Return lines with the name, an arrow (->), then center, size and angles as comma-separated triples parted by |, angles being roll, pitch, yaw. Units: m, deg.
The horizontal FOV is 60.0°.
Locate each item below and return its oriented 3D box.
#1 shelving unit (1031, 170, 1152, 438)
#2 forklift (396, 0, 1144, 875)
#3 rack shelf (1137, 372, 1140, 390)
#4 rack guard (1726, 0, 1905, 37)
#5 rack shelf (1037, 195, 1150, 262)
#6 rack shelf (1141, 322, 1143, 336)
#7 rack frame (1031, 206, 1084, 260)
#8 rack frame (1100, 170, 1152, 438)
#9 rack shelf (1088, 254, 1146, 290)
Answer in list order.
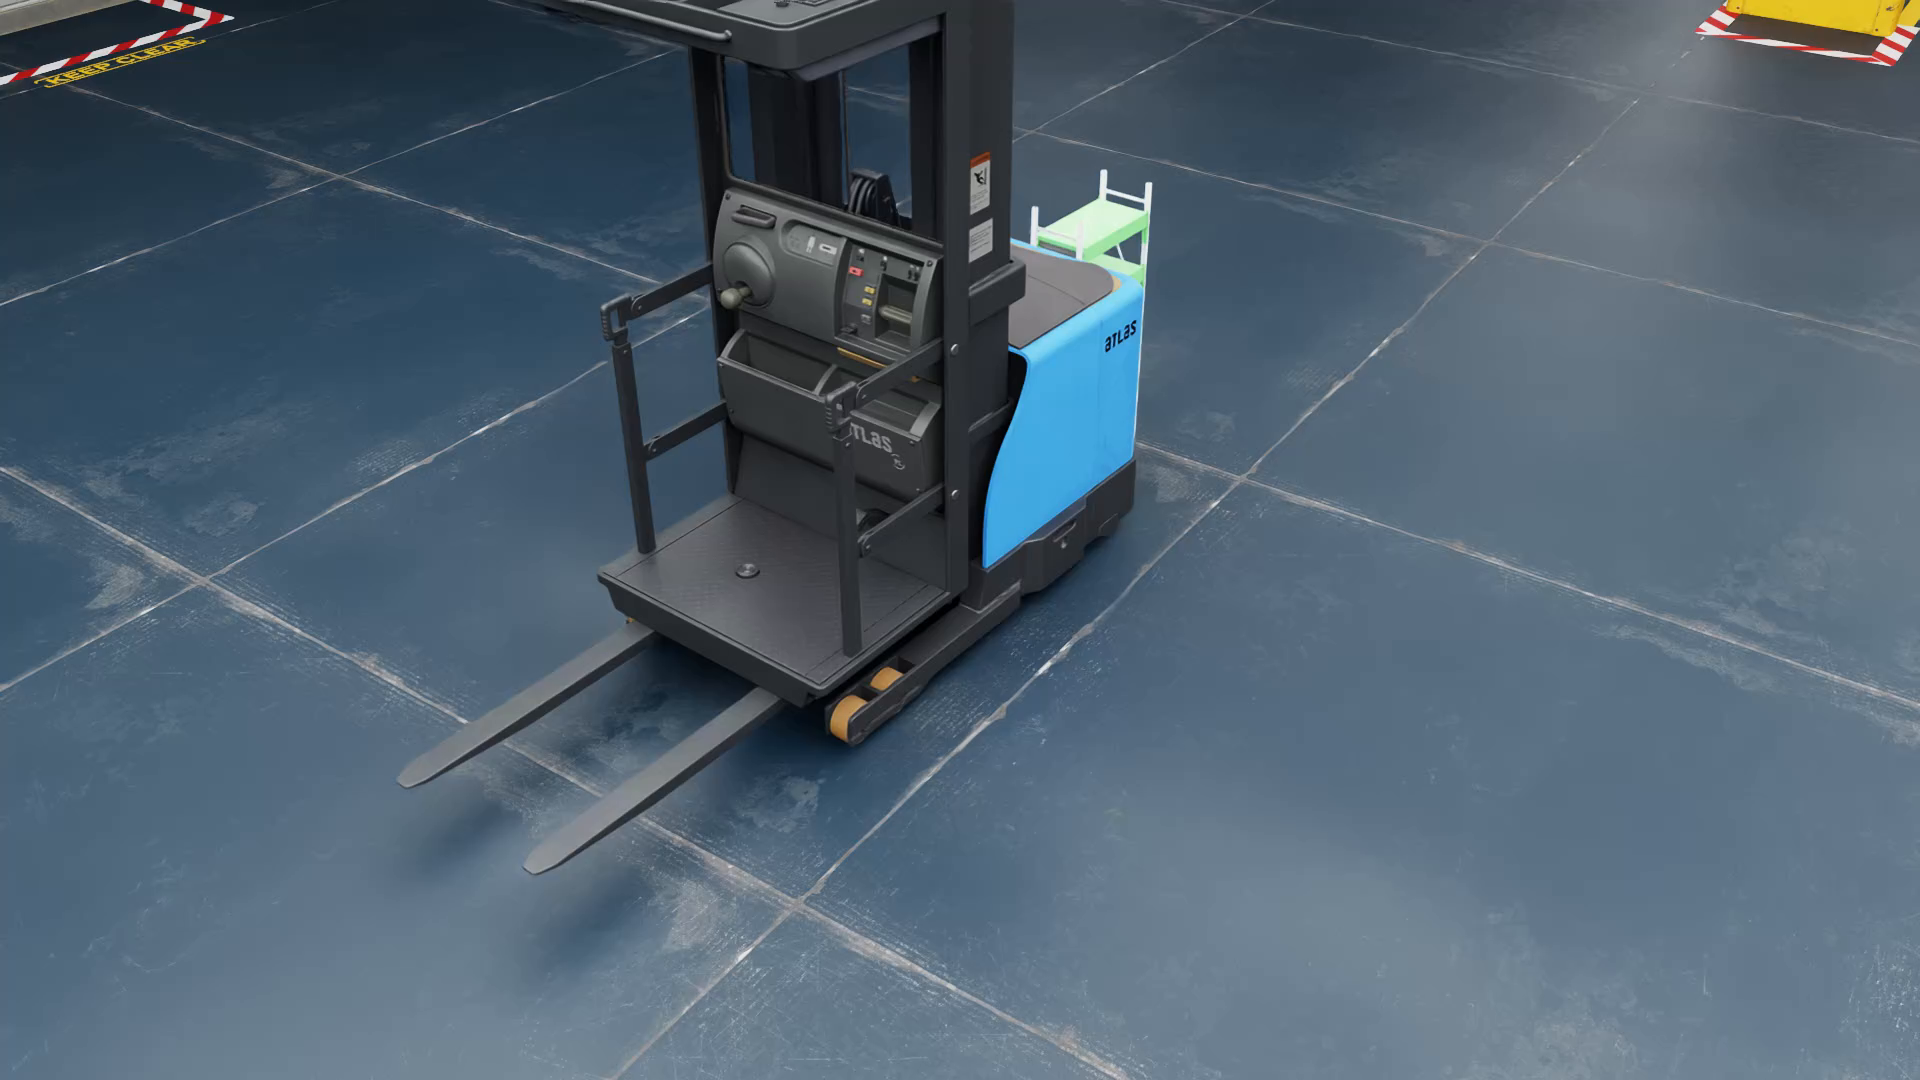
shelving unit -> 0.532, -0.882, 6.983 | 0.258, 1.200, 0.503 | 24, 41, 31
forklift -> -0.587, -0.827, 5.357 | 1.130, 2.935, 3.031 | 24, 41, 31
rack shelf -> 0.532, -0.630, 7.153 | 0.258, 0.148, 0.480 | 24, 41, 31
rack guard -> 6.433, -4.156, 12.449 | 1.175, 0.500, 0.348 | 21, 39, 28
rack shelf -> 0.532, -1.226, 6.750 | 0.258, 0.148, 0.480 | 24, 41, 31
rack shelf -> 0.532, -0.829, 7.019 | 0.258, 0.148, 0.480 | 24, 41, 31
rack frame -> 0.382, -0.774, 6.823 | 0.240, 1.200, 0.015 | 24, 41, 31
rack frame -> 0.681, -0.990, 7.142 | 0.240, 1.200, 0.015 | 24, 41, 31
rack shelf -> 0.532, -1.028, 6.884 | 0.258, 0.148, 0.480 | 24, 41, 31
